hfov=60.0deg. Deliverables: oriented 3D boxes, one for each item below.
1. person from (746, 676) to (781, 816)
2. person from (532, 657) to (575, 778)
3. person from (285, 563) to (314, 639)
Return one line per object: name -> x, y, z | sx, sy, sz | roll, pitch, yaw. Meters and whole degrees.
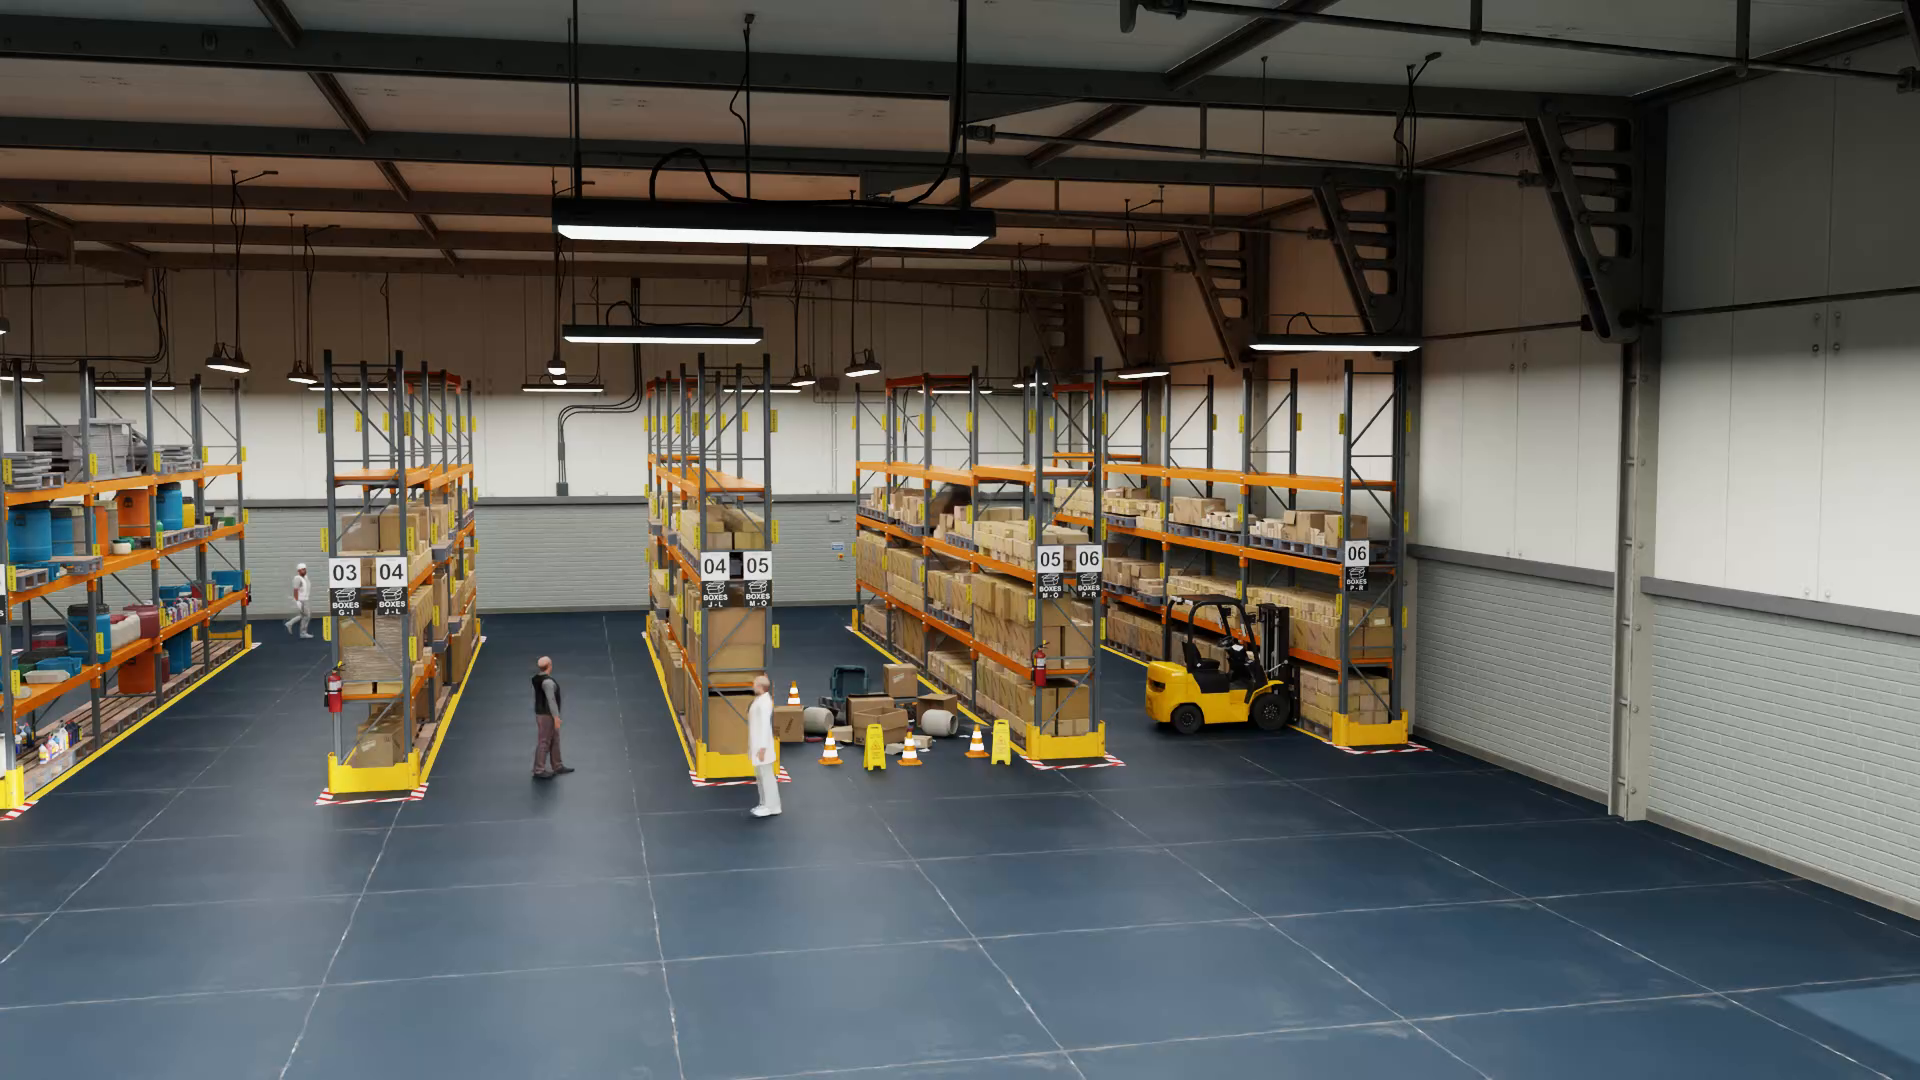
person -> -2.523, 2.644, 21.293 | 0.432, 1.824, 0.716 | -1, 4, -15
person -> -5.780, 2.506, 23.607 | 0.596, 1.720, 0.568 | -1, 4, -16
person -> -15.410, 1.417, 38.726 | 0.644, 1.758, 0.655 | -1, 4, -19
